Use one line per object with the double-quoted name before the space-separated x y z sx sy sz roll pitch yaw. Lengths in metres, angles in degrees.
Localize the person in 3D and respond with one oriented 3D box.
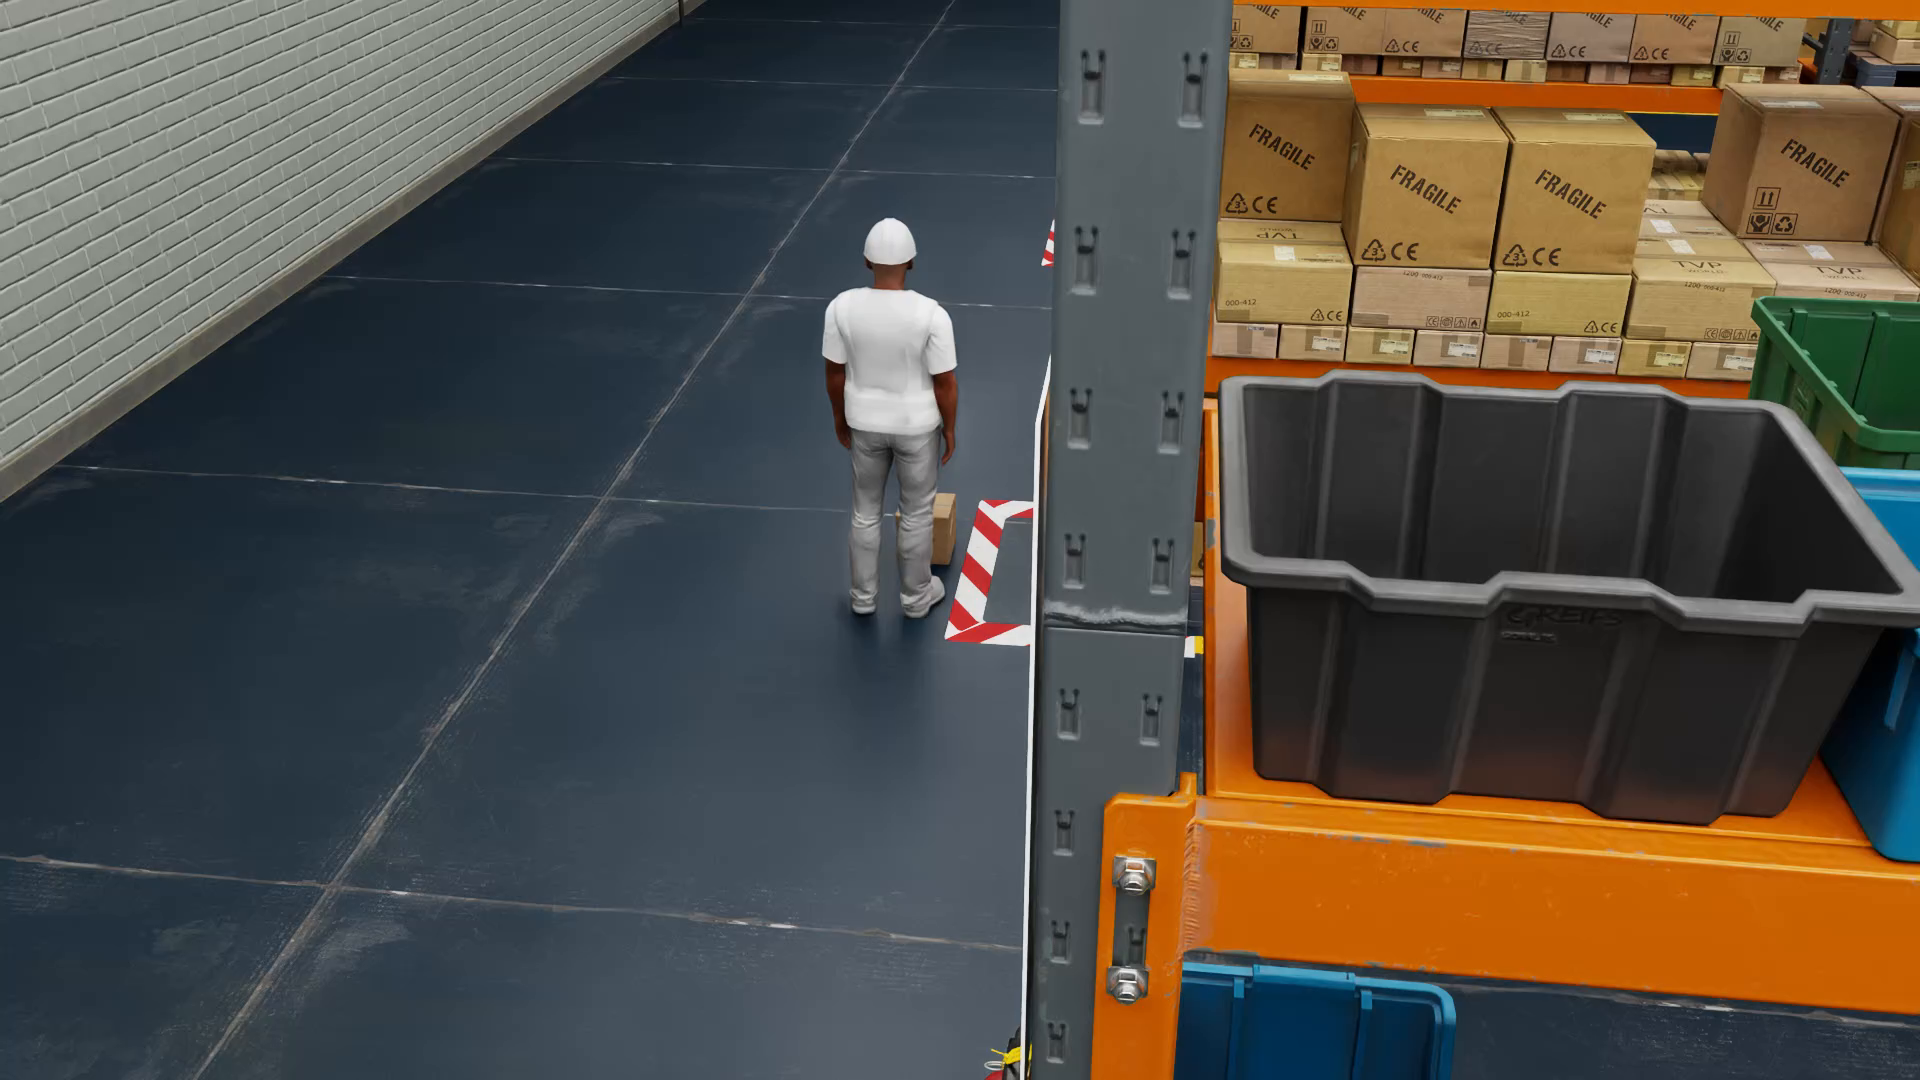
"person" -0.280 -0.493 7.022 0.569 1.781 0.362 7 29 13
